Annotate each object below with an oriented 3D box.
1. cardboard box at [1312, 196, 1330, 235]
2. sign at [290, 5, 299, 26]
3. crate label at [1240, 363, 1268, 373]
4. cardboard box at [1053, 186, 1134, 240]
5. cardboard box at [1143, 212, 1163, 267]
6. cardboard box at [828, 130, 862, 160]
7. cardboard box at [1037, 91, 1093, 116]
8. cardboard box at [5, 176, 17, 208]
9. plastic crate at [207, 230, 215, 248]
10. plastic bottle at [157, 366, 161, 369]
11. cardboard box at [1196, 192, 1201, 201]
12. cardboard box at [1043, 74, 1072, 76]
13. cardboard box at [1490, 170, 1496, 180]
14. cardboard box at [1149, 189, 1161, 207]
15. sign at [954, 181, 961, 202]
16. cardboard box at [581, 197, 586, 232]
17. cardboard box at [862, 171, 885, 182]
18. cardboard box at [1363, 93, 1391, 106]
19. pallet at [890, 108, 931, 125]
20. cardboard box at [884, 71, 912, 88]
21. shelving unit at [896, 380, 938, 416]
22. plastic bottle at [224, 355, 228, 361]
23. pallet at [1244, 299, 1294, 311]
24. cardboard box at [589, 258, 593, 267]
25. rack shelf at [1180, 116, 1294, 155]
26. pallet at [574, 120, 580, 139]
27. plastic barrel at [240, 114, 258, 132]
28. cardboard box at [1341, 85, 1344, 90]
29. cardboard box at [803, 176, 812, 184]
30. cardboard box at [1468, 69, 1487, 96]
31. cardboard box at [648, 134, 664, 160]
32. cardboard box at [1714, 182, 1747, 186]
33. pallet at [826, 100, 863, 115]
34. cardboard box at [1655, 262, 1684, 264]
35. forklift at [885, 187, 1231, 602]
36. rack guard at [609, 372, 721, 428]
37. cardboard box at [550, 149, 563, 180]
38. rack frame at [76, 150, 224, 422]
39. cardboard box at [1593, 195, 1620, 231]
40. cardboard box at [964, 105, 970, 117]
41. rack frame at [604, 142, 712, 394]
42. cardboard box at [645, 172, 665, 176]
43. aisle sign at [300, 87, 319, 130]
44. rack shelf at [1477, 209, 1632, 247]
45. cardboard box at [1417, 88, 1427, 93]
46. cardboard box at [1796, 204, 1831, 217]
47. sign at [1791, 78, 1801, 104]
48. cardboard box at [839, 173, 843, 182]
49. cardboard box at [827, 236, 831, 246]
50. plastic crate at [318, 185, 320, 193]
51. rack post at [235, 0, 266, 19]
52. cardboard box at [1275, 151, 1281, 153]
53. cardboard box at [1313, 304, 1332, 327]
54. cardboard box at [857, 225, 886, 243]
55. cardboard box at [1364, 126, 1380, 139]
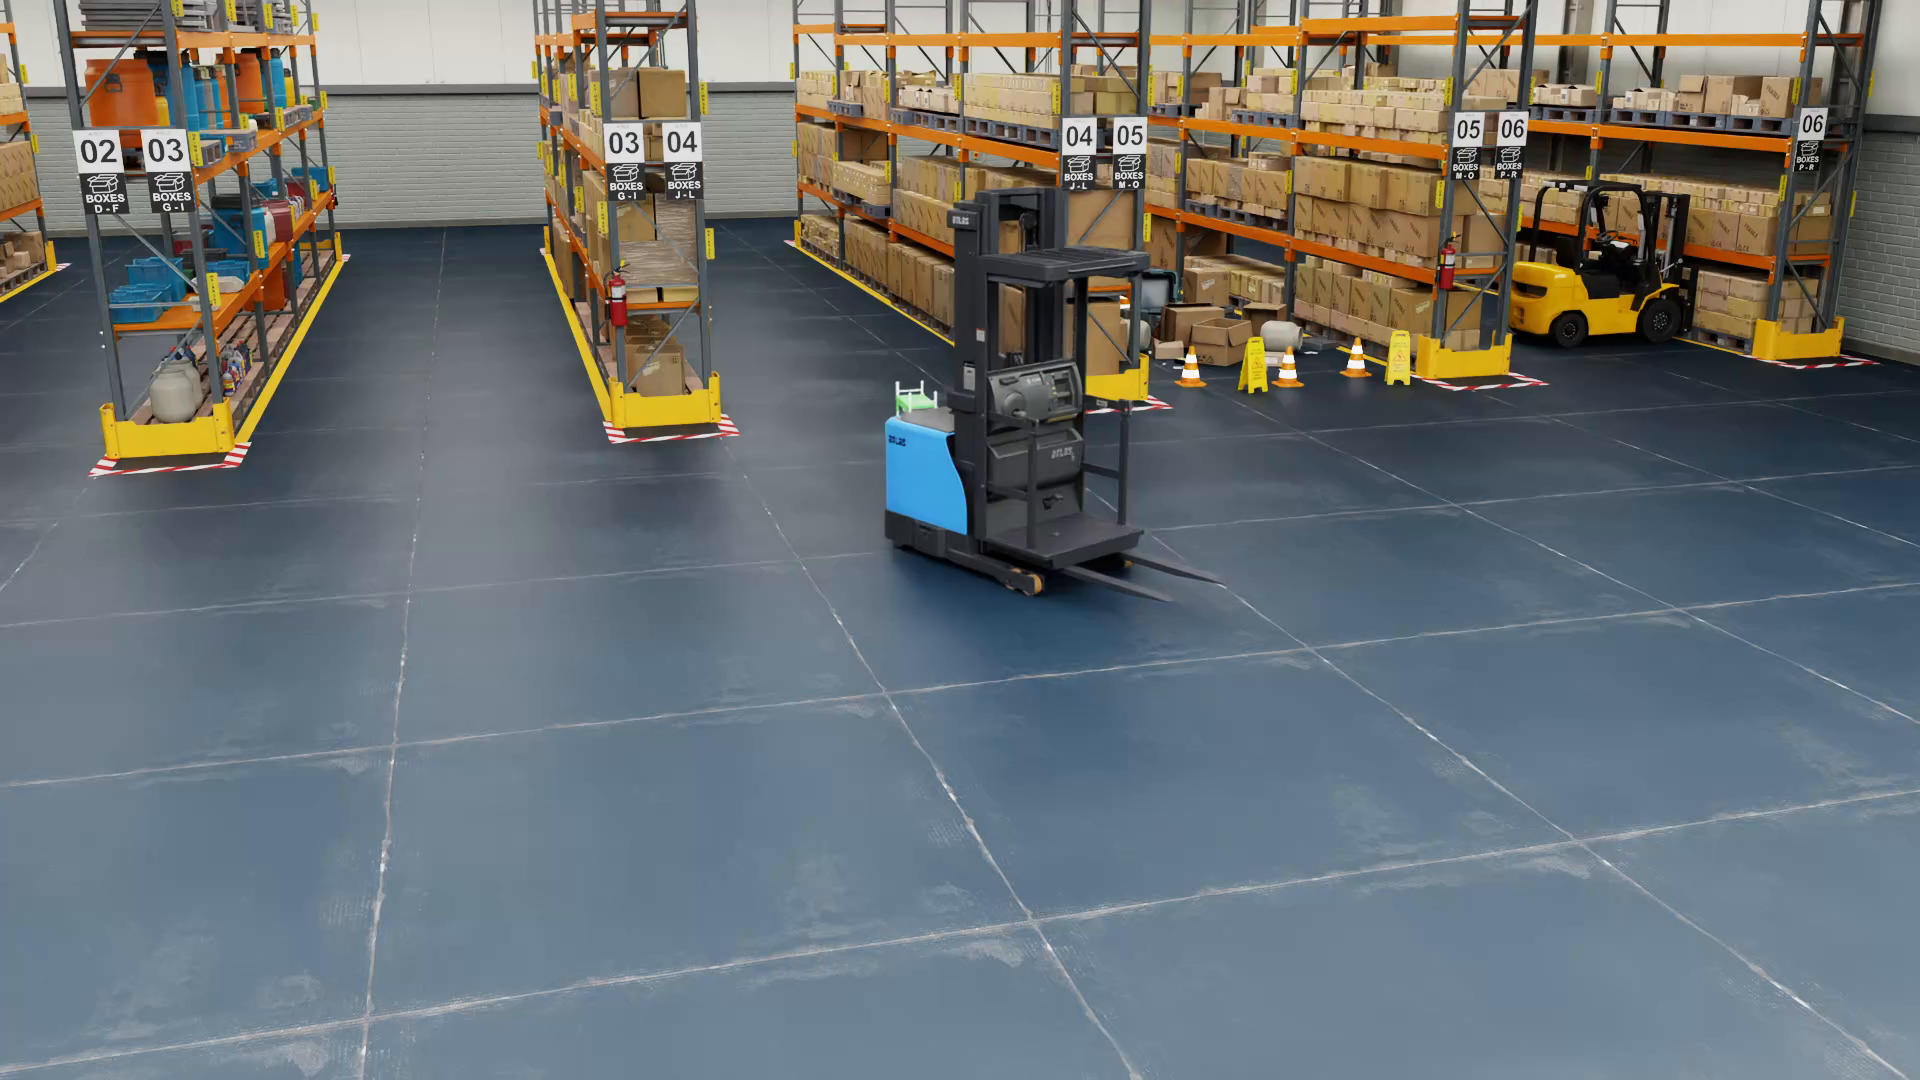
[{"bbox_3d":[5.238,-4.513,23.070,0.500,0.500,0.500,-5,17,-15],"label":"cardboard box"},{"bbox_3d":[-10.735,-8.457,26.827,0.100,0.325,0.005,-5,17,-15],"label":"sign"},{"bbox_3d":[3.716,-2.173,20.949,0.298,0.136,0.250,16,23,42],"label":"crate label"},{"bbox_3d":[1.527,-3.772,19.158,0.875,0.550,0.550,-5,17,-15],"label":"cardboard box"},{"bbox_3d":[3.774,-5.338,29.471,0.875,0.875,0.875,-4,17,-15],"label":"cardboard box"},{"bbox_3d":[-2.095,-7.174,30.193,0.500,0.500,0.500,-5,18,-17],"label":"cardboard box"},{"bbox_3d":[1.189,-4.947,18.832,0.500,0.250,0.500,-4,17,-15],"label":"cardboard box"},{"bbox_3d":[-16.327,-5.881,28.143,0.500,0.500,0.500,-5,17,-16],"label":"cardboard box"},{"bbox_3d":[-9.668,-3.701,21.086,0.392,0.384,0.575,-5,17,-15],"label":"plastic crate"},{"bbox_3d":[-8.974,-1.811,18.738,0.152,0.276,0.135,-5,17,-17],"label":"plastic bottle"},{"bbox_3d":[4.081,-5.605,27.104,0.380,0.149,0.250,-6,18,-19],"label":"cardboard box"},{"bbox_3d":[1.246,-5.706,20.666,0.380,0.149,0.250,-5,17,-16],"label":"cardboard box"},{"bbox_3d":[9.053,-6.069,27.640,0.380,0.149,0.250,-5,17,-15],"label":"cardboard box"},{"bbox_3d":[3.581,-5.897,28.631,0.500,0.250,0.500,-4,17,-14],"label":"cardboard box"},{"bbox_3d":[-0.026,-4.655,22.359,0.100,0.325,0.005,-5,17,-15],"label":"sign"},{"bbox_3d":[-4.869,-4.542,22.950,0.797,0.503,0.637,-3,17,-10],"label":"cardboard box"},{"bbox_3d":[-1.398,-5.971,27.288,0.380,0.149,0.250,-4,17,-14],"label":"cardboard box"},{"bbox_3d":[5.504,-5.765,21.766,0.380,0.149,0.250,-4,17,-14],"label":"cardboard box"},{"bbox_3d":[-0.378,-6.462,25.366,1.213,0.211,1.003,-4,17,-13],"label":"pallet"},{"bbox_3d":[-0.967,-7.233,26.098,0.396,0.266,0.258,-5,17,-15],"label":"cardboard box"},{"bbox_3d":[-0.372,-0.730,14.295,0.258,1.200,0.503,-4,17,-14],"label":"shelving unit"},{"bbox_3d":[-8.562,-2.025,19.436,0.061,0.283,0.133,-5,17,-15],"label":"plastic bottle"},{"bbox_3d":[5.009,-3.483,25.180,1.003,0.211,1.213,-5,17,-15],"label":"pallet"},{"bbox_3d":[-4.478,-3.546,20.979,0.380,0.149,0.250,-5,17,-15],"label":"cardboard box"},{"bbox_3d":[4.675,-6.248,25.576,1.077,0.370,4.000,-5,17,-15],"label":"rack shelf"},{"bbox_3d":[-4.371,-5.345,21.646,1.213,0.211,1.003,-5,17,-15],"label":"pallet"},{"bbox_3d":[-9.591,-5.571,22.312,0.301,0.262,0.301,0,17,0],"label":"plastic barrel"},{"bbox_3d":[7.497,-8.661,31.889,0.380,0.149,0.250,-4,17,-14],"label":"cardboard box"},{"bbox_3d":[-2.899,-7.121,32.882,0.380,0.149,0.250,-5,17,-17],"label":"cardboard box"},{"bbox_3d":[8.862,-7.617,27.803,0.500,0.500,0.500,-5,17,-15],"label":"cardboard box"},{"bbox_3d":[-3.088,-4.232,17.872,0.500,0.250,0.500,-4,17,-14],"label":"cardboard box"},{"bbox_3d":[10.811,-4.931,23.335,0.380,0.149,0.250,-5,17,-15],"label":"cardboard box"},{"bbox_3d":[-1.638,-7.564,29.032,1.213,0.211,1.003,-5,17,-15],"label":"pallet"},{"bbox_3d":[10.106,-3.922,24.106,0.500,0.250,0.500,-4,17,-13],"label":"cardboard box"},{"bbox_3d":[0.728,-1.145,12.670,1.130,2.935,3.031,-14,22,-39],"label":"forklift"},{"bbox_3d":[-3.225,-1.537,18.200,1.175,0.500,0.348,-5,17,-15],"label":"rack guard"},{"bbox_3d":[-6.886,-6.568,29.044,0.500,0.500,0.500,-4,17,-14],"label":"cardboard box"},{"bbox_3d":[-7.967,-2.322,16.467,1.000,3.000,0.127,-5,17,-15],"label":"rack frame"},{"bbox_3d":[9.867,-4.901,24.880,0.500,0.500,0.500,-5,17,-17],"label":"cardboard box"},{"bbox_3d":[0.266,-5.621,21.771,0.380,0.149,0.250,-5,17,-16],"label":"cardboard box"},{"bbox_3d":[-3.205,-2.713,17.770,1.000,3.000,0.127,-5,17,-15],"label":"rack frame"},{"bbox_3d":[-3.777,-4.248,20.451,0.500,0.500,0.500,-5,17,-15],"label":"cardboard box"},{"bbox_3d":[-12.102,-8.035,30.970,0.394,0.787,0.004,-5,17,-15],"label":"aisle sign"},{"bbox_3d":[9.446,-5.205,27.317,1.077,0.370,4.000,-5,17,-15],"label":"rack shelf"},{"bbox_3d":[8.358,-7.951,29.561,0.380,0.149,0.250,-5,17,-15],"label":"cardboard box"},{"bbox_3d":[11.252,-4.363,21.961,0.380,0.149,0.250,-5,17,-17],"label":"cardboard box"},{"bbox_3d":[10.570,-5.674,21.011,0.100,0.325,0.005,-5,17,-15],"label":"sign"},{"bbox_3d":[-1.895,-6.332,29.006,0.380,0.149,0.250,-4,17,-14],"label":"cardboard box"},{"bbox_3d":[-2.275,-5.583,31.034,0.380,0.149,0.250,-5,18,-17],"label":"cardboard box"},{"bbox_3d":[-11.966,-6.438,30.526,0.396,0.136,0.243,-5,17,-15],"label":"plastic crate"},{"bbox_3d":[-10.404,-7.569,23.638,0.954,0.300,0.937,-5,17,-15],"label":"rack post"},{"bbox_3d":[7.080,-8.280,36.047,0.500,0.250,0.500,-4,17,-14],"label":"cardboard box"},{"bbox_3d":[5.285,-3.156,23.294,0.500,0.250,0.500,-4,17,-12],"label":"cardboard box"},{"bbox_3d":[-1.472,-5.246,28.514,0.500,0.250,0.500,-4,17,-13],"label":"cardboard box"},{"bbox_3d":[5.492,-5.311,21.641,0.380,0.149,0.250,-5,17,-16],"label":"cardboard box"}]
